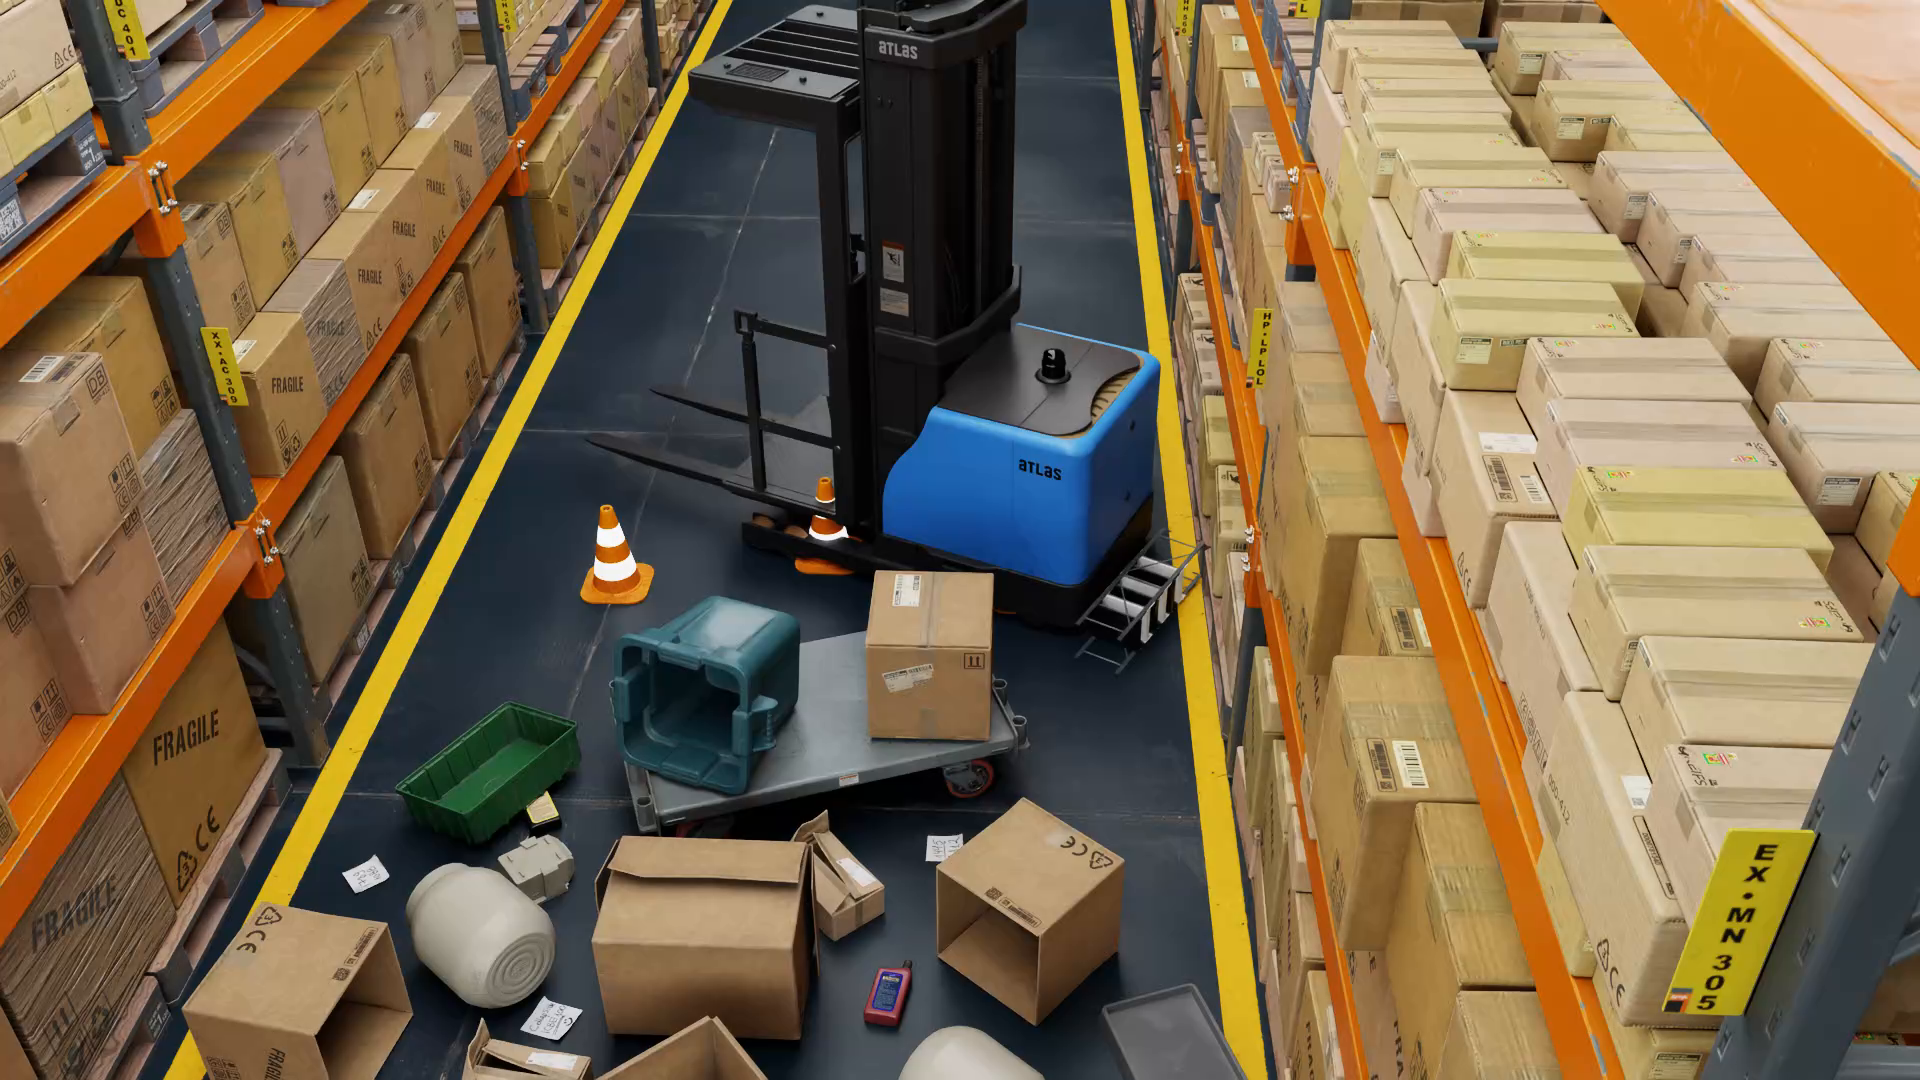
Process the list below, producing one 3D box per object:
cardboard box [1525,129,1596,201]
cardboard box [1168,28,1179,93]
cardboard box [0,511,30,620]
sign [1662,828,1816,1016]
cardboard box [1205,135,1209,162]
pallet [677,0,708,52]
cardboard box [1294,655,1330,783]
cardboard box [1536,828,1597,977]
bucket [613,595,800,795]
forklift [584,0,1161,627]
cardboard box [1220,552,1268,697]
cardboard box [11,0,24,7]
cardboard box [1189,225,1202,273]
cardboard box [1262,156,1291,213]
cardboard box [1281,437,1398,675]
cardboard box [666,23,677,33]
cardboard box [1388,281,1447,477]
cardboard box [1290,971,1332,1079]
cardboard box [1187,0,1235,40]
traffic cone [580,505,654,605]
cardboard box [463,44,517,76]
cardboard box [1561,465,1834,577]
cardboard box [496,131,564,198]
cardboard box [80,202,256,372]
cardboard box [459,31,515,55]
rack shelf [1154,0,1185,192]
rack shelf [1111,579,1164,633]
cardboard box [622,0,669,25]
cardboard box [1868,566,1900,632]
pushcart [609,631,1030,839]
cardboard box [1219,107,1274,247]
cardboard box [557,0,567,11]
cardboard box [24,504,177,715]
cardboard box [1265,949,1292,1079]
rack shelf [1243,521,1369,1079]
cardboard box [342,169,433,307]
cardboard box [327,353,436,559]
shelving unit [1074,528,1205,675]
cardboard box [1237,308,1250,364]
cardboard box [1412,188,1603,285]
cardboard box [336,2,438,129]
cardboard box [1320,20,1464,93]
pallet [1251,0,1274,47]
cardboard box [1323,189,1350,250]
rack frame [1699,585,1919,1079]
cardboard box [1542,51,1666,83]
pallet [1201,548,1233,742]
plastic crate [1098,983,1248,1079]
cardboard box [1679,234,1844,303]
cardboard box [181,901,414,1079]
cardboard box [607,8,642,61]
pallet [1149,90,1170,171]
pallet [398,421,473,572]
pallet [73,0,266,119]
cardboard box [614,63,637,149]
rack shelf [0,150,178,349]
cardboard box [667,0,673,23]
[{"bbox_3d":[1.895,-0.949,4.701,0.500,0.250,0.500,1,35,1],"label":"cardboard box"},{"bbox_3d":[1.590,-3.039,10.542,0.500,0.250,0.500,2,35,3],"label":"cardboard box"},{"bbox_3d":[-3.401,0.066,4.924,0.875,0.550,0.550,1,35,2],"label":"cardboard box"},{"bbox_3d":[0.949,0.472,2.036,0.100,0.325,0.005,1,35,2],"label":"sign"},{"bbox_3d":[1.523,-2.079,8.898,0.380,0.149,0.250,-1,35,-1],"label":"cardboard box"},{"bbox_3d":[-2.927,-4.813,15.360,1.003,0.211,1.213,1,35,2],"label":"pallet"},{"bbox_3d":[1.337,0.449,5.102,0.500,0.500,0.500,1,35,1],"label":"cardboard box"},{"bbox_3d":[1.215,0.607,2.833,0.380,0.149,0.250,2,35,2],"label":"cardboard box"},{"bbox_3d":[-0.988,0.581,6.786,0.726,0.611,0.620,13,27,18],"label":"bucket"},{"bbox_3d":[-0.557,-1.359,8.080,3.031,2.935,1.130,16,38,21],"label":"forklift"},{"bbox_3d":[1.682,0.390,7.452,0.950,0.372,0.625,2,35,2],"label":"cardboard box"},{"bbox_3d":[-2.983,-1.714,4.990,0.380,0.149,0.250,1,35,1],"label":"cardboard box"},{"bbox_3d":[1.935,-2.207,10.711,0.875,0.875,0.875,1,35,1],"label":"cardboard box"},{"bbox_3d":[1.471,-1.478,6.915,0.380,0.149,0.250,0,35,1],"label":"cardboard box"},{"bbox_3d":[1.340,0.045,4.808,0.700,0.500,0.500,1,35,1],"label":"cardboard box"},{"bbox_3d":[-2.661,-4.369,14.417,0.380,0.149,0.250,1,35,2],"label":"cardboard box"},{"bbox_3d":[1.310,-0.379,3.889,0.500,0.250,0.500,2,35,2],"label":"cardboard box"},{"bbox_3d":[1.319,1.677,5.075,0.500,0.500,0.500,1,35,1],"label":"cardboard box"},{"bbox_3d":[1.584,-3.263,9.773,0.500,0.500,0.500,0,35,1],"label":"cardboard box"},{"bbox_3d":[-1.724,0.034,8.245,0.336,0.463,0.334,1,35,2],"label":"traffic cone"},{"bbox_3d":[-2.906,-2.888,10.049,0.380,0.149,0.250,1,35,1],"label":"cardboard box"},{"bbox_3d":[1.324,-0.004,3.010,0.380,0.149,0.250,2,35,2],"label":"cardboard box"},{"bbox_3d":[-2.856,-2.413,10.677,0.500,0.250,0.500,0,35,0],"label":"cardboard box"},{"bbox_3d":[-3.273,-1.003,6.558,0.700,0.500,0.500,1,35,1],"label":"cardboard box"},{"bbox_3d":[-2.906,-3.030,9.993,0.380,0.149,0.250,3,35,4],"label":"cardboard box"},{"bbox_3d":[1.905,-3.365,11.500,1.077,0.370,4.000,1,35,2],"label":"rack shelf"},{"bbox_3d":[0.852,0.313,8.056,0.258,0.200,0.077,20,41,26],"label":"rack shelf"},{"bbox_3d":[-2.674,-4.463,14.034,0.380,0.149,0.250,3,35,4],"label":"cardboard box"},{"bbox_3d":[1.787,0.149,2.792,0.380,0.149,0.250,1,35,2],"label":"cardboard box"},{"bbox_3d":[-0.617,0.837,7.176,1.648,0.377,0.936,-10,36,-14],"label":"pushcart"},{"bbox_3d":[1.518,-1.699,7.794,0.500,0.500,0.500,0,35,0],"label":"cardboard box"},{"bbox_3d":[-2.855,-3.649,11.133,0.380,0.149,0.250,2,35,3],"label":"cardboard box"},{"bbox_3d":[-3.289,0.199,5.673,0.875,0.550,0.550,1,35,2],"label":"cardboard box"},{"bbox_3d":[1.341,1.686,5.714,0.500,0.250,0.500,1,35,1],"label":"cardboard box"},{"bbox_3d":[1.583,1.232,4.960,1.077,0.370,4.000,1,35,2],"label":"rack shelf"},{"bbox_3d":[-2.934,-1.474,8.097,0.500,0.500,0.500,2,35,3],"label":"cardboard box"},{"bbox_3d":[-3.309,-0.432,8.293,1.050,0.750,0.750,1,35,2],"label":"cardboard box"},{"bbox_3d":[0.882,0.285,8.094,0.258,0.210,0.900,20,41,26],"label":"shelving unit"},{"bbox_3d":[1.411,-0.883,7.197,0.380,0.149,0.250,1,35,1],"label":"cardboard box"},{"bbox_3d":[1.327,-0.740,4.056,0.380,0.149,0.250,1,35,1],"label":"cardboard box"},{"bbox_3d":[-3.173,-2.468,8.642,0.700,0.500,0.500,1,35,1],"label":"cardboard box"},{"bbox_3d":[1.325,-1.489,5.122,0.380,0.149,0.250,1,35,1],"label":"cardboard box"},{"bbox_3d":[1.833,-2.310,6.929,1.213,0.211,1.003,1,35,2],"label":"pallet"},{"bbox_3d":[1.337,-1.014,5.139,0.380,0.149,0.250,1,35,2],"label":"cardboard box"},{"bbox_3d":[1.506,-0.368,1.393,0.949,2.616,0.053,1,35,2],"label":"rack frame"},{"bbox_3d":[1.935,-1.324,4.887,0.380,0.149,0.250,0,35,1],"label":"cardboard box"},{"bbox_3d":[1.693,0.482,7.827,1.003,0.211,1.213,1,35,2],"label":"pallet"},{"bbox_3d":[0.781,1.866,5.971,0.402,0.080,0.583,-10,36,-14],"label":"plastic crate"},{"bbox_3d":[1.902,-0.582,3.832,0.380,0.149,0.250,2,35,3],"label":"cardboard box"},{"bbox_3d":[-2.324,1.669,5.884,0.500,0.500,0.500,7,36,10],"label":"cardboard box"},{"bbox_3d":[-2.743,-3.887,12.774,0.500,0.250,0.500,0,35,1],"label":"cardboard box"},{"bbox_3d":[2.029,-3.222,13.097,1.003,0.211,1.213,1,35,2],"label":"pallet"},{"bbox_3d":[-3.285,-0.275,8.903,1.003,0.211,1.213,1,35,2],"label":"pallet"},{"bbox_3d":[-3.299,-1.945,6.412,0.805,0.209,1.217,0,35,0],"label":"pallet"},{"bbox_3d":[-2.764,-3.288,12.574,0.500,0.500,0.500,1,35,1],"label":"cardboard box"},{"bbox_3d":[-3.367,-0.052,4.178,1.077,0.370,4.000,1,35,2],"label":"rack shelf"},{"bbox_3d":[-2.723,-4.636,14.539,0.380,0.149,0.250,0,35,-1],"label":"cardboard box"}]
